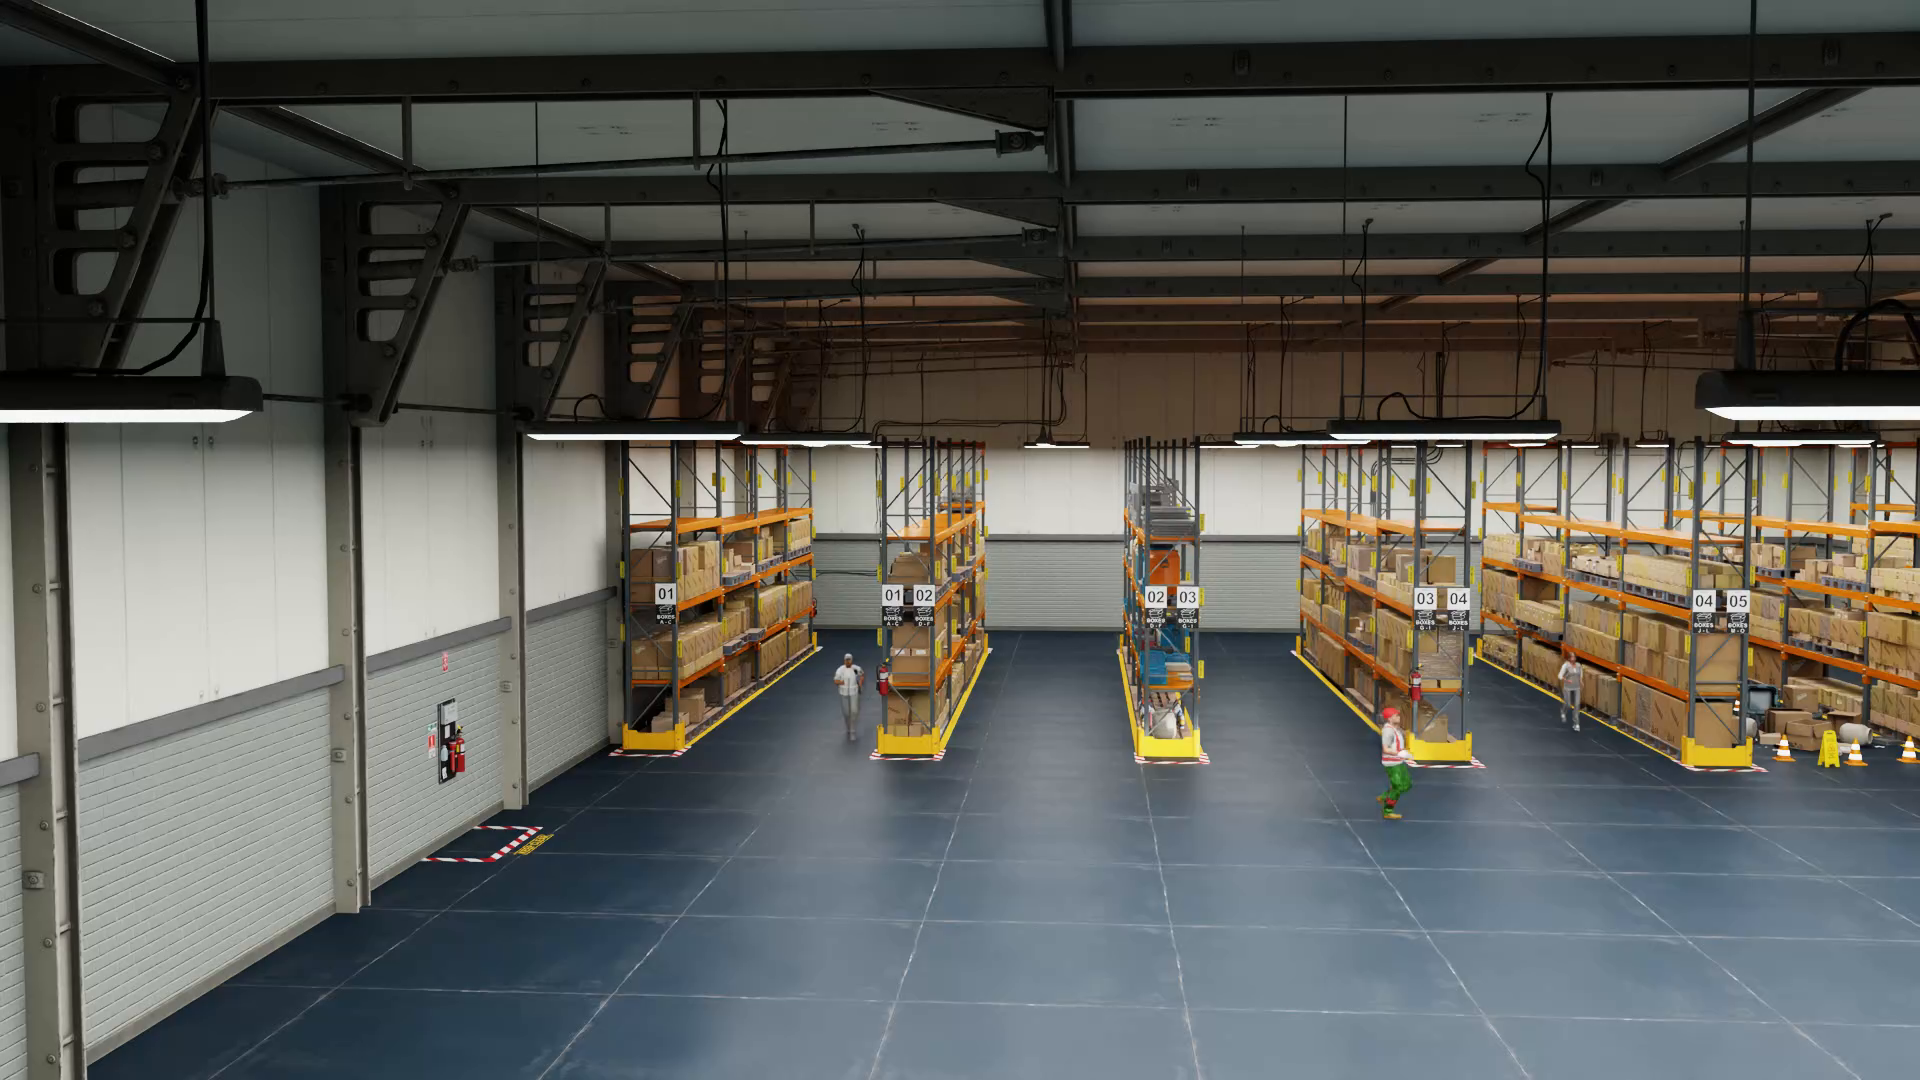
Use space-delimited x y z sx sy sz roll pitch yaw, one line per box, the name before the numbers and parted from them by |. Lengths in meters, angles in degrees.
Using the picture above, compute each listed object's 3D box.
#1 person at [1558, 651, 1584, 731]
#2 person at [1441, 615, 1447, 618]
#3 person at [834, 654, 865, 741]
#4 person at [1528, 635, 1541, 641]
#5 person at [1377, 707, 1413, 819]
person | 12.582 3.084 34.224 0.557 1.596 0.881 0 3 1
person | 13.149 2.469 45.454 0.632 1.687 0.759 1 3 13
person | -2.216 3.118 33.197 0.593 1.722 0.816 0 3 2
person | 16.388 2.295 47.565 0.578 1.741 0.644 0 3 4
person | 6.761 3.463 25.810 0.598 1.740 0.648 1 3 26
